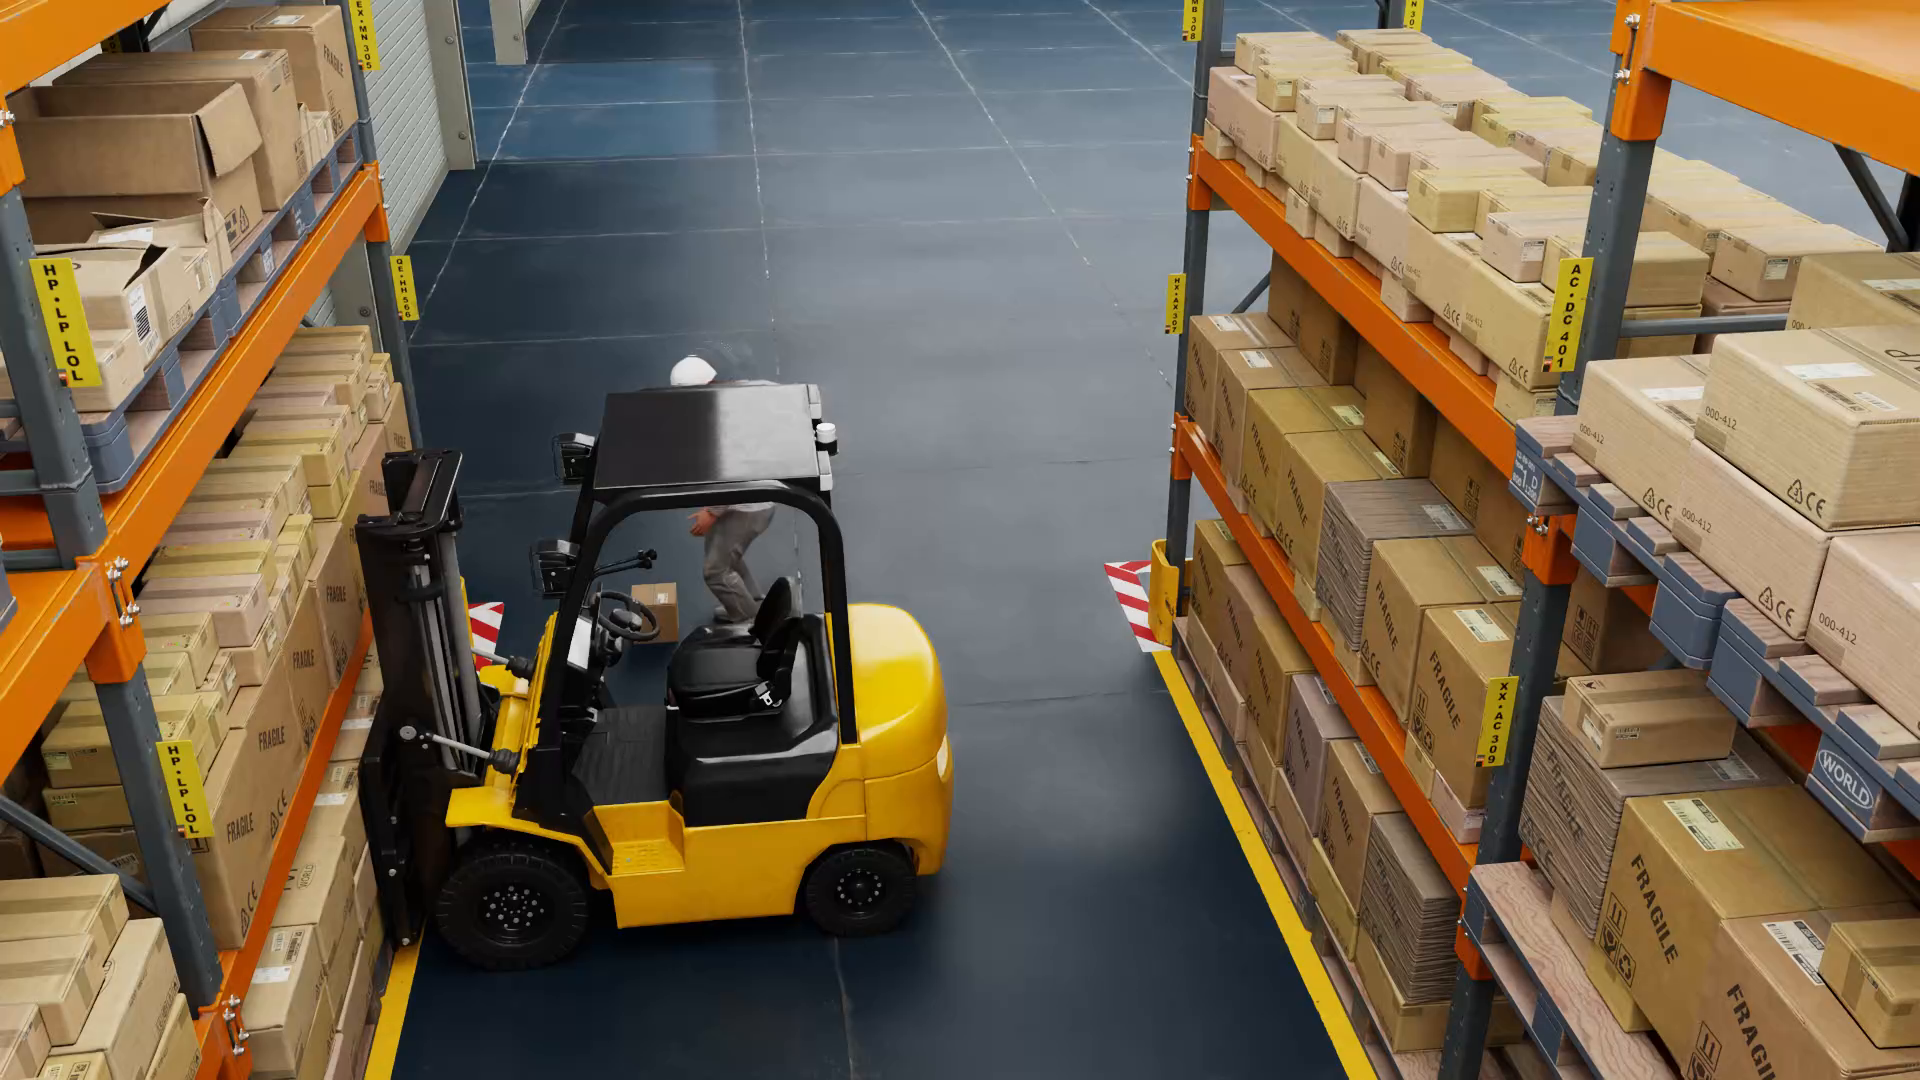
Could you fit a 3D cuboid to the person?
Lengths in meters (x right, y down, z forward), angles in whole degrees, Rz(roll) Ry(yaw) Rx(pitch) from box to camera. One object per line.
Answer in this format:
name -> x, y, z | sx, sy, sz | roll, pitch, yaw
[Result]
person -> -1.274, -0.224, 9.159 | 0.559, 1.665, 0.574 | -3, 27, -6
